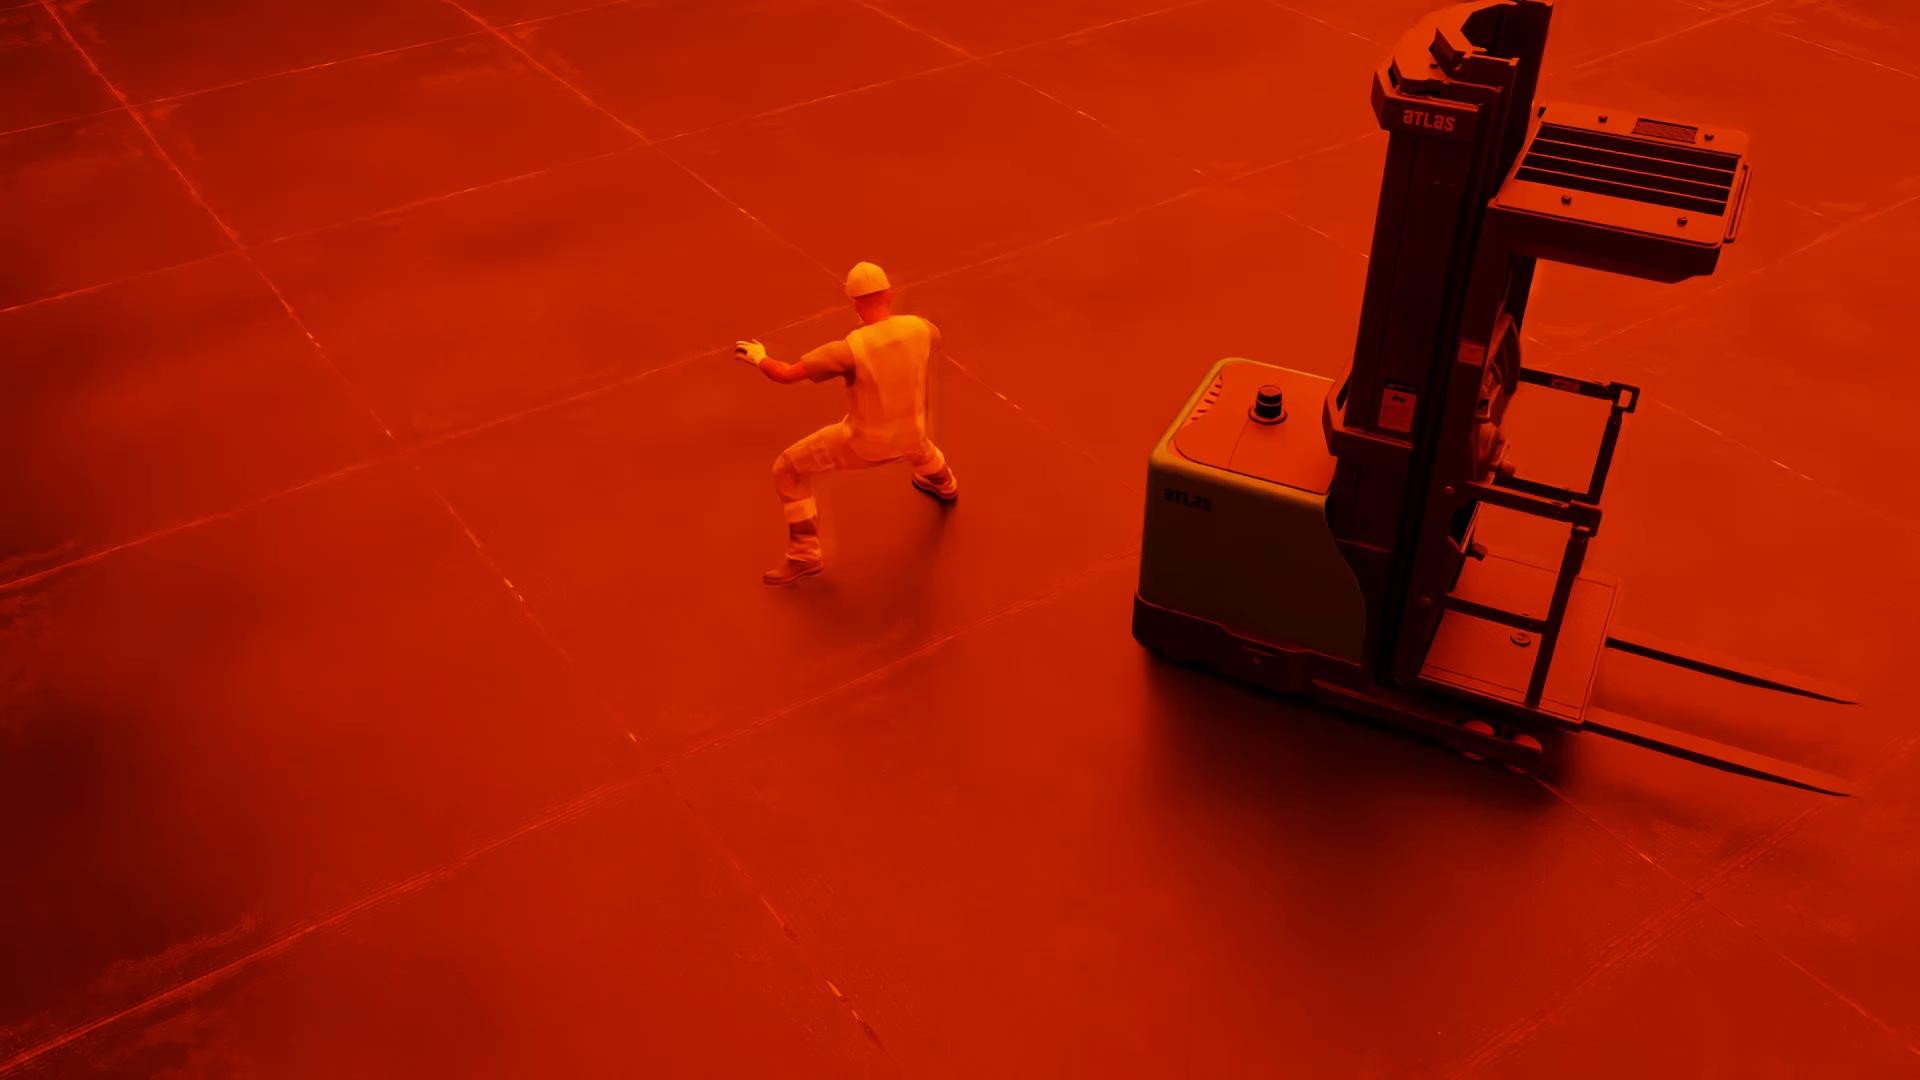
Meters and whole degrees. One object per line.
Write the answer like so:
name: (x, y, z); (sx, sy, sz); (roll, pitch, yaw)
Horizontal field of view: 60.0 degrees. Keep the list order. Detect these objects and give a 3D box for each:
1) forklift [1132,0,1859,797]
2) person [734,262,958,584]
forklift: (2.351, -0.550, 6.688); (3.031, 2.935, 1.130); (16, 39, 21)
person: (-0.489, -0.627, 7.956); (1.229, 1.548, 0.692); (-20, 41, -25)
